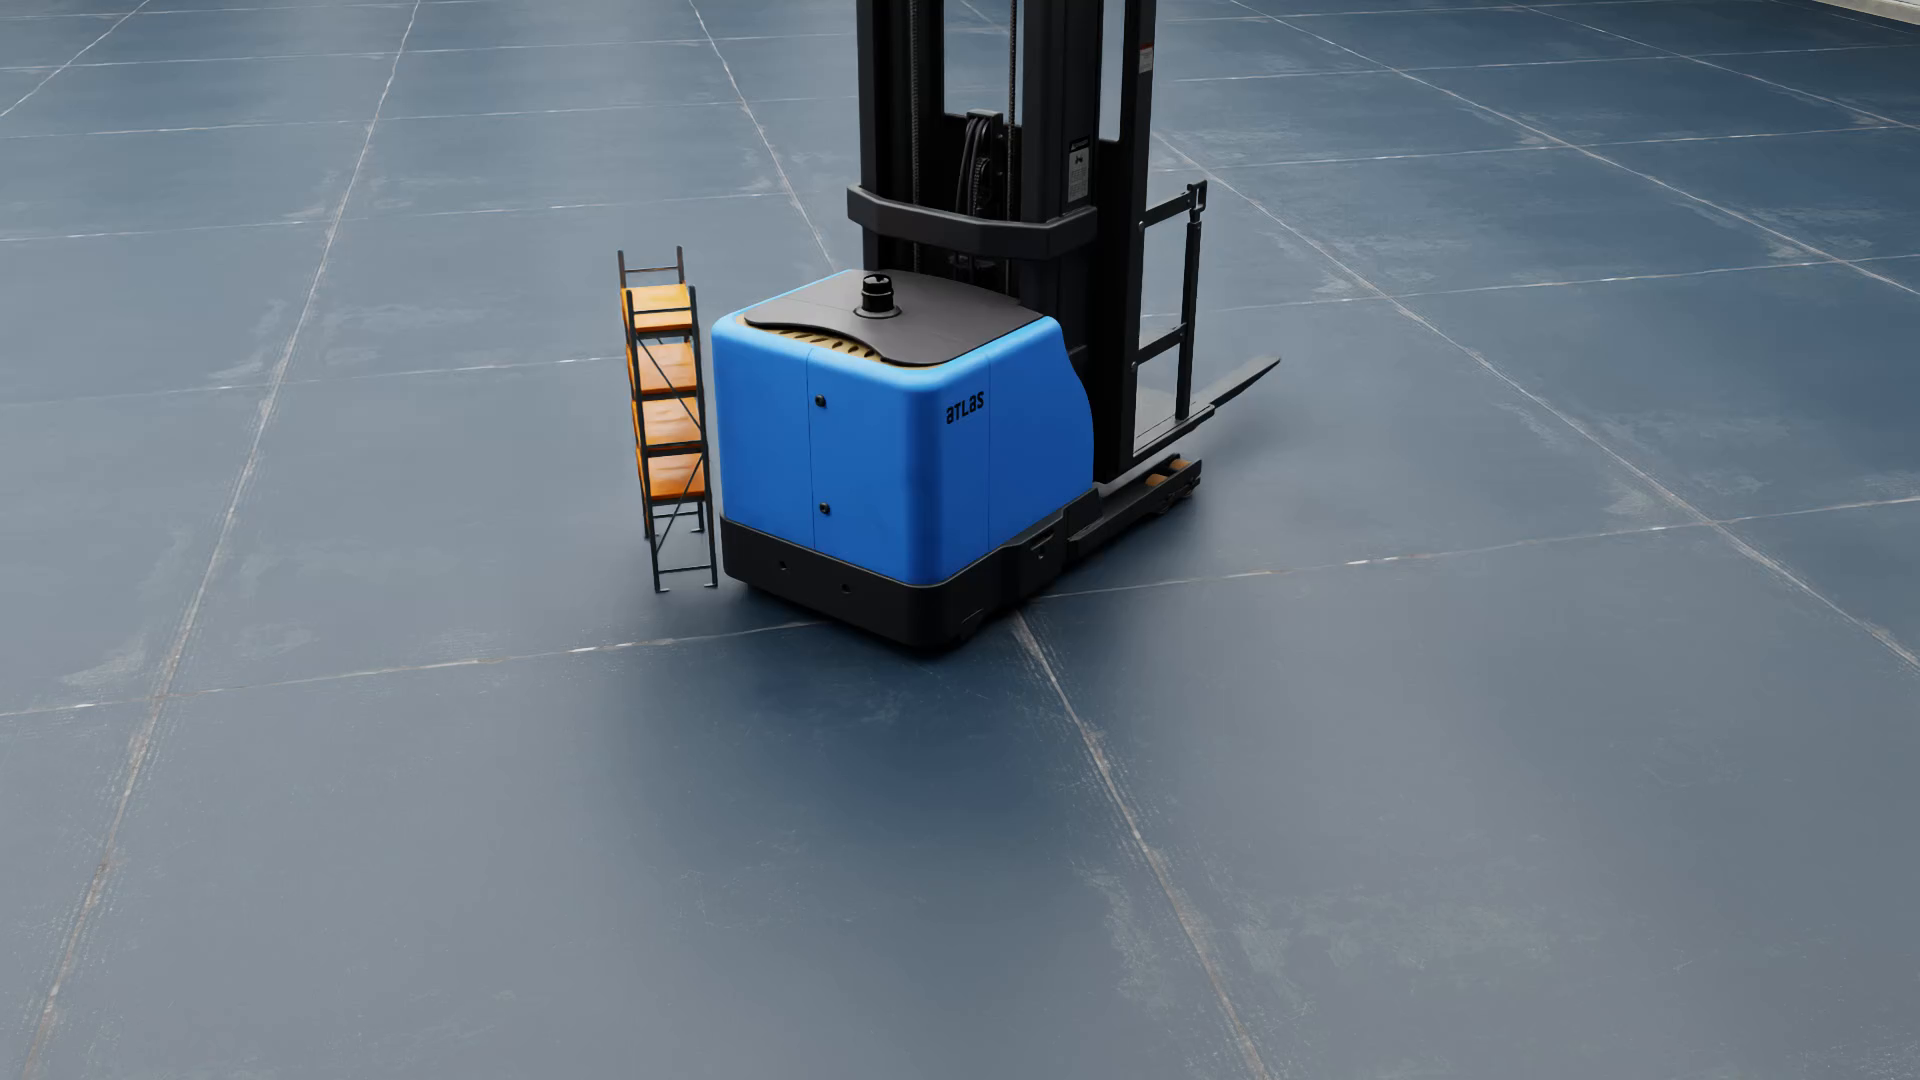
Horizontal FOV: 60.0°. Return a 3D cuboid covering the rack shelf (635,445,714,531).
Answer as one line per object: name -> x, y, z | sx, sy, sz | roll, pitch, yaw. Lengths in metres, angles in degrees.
rack shelf -> -1.108, -0.219, 6.441 | 0.258, 0.148, 0.480 | -6, 27, -12

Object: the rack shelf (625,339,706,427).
rack shelf -> -1.109, -0.596, 6.251 | 0.258, 0.148, 0.480 | -6, 27, -12

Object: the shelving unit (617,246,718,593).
shelving unit -> -1.109, -0.456, 6.321 | 0.258, 1.200, 0.503 | -6, 27, -12

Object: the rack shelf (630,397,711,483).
rack shelf -> -1.109, -0.396, 6.351 | 0.258, 0.148, 0.480 | -6, 27, -12

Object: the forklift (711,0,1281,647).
forklift -> 0.376, -1.536, 6.540 | 1.130, 2.935, 3.031 | 19, 32, 32

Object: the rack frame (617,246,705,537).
rack frame -> -1.167, -0.563, 6.533 | 0.240, 1.200, 0.015 | -6, 27, -12

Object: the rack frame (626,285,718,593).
rack frame -> -1.050, -0.349, 6.110 | 0.240, 1.200, 0.015 | -6, 27, -12

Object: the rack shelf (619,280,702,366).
rack shelf -> -1.110, -0.807, 6.144 | 0.258, 0.148, 0.480 | -6, 27, -12
